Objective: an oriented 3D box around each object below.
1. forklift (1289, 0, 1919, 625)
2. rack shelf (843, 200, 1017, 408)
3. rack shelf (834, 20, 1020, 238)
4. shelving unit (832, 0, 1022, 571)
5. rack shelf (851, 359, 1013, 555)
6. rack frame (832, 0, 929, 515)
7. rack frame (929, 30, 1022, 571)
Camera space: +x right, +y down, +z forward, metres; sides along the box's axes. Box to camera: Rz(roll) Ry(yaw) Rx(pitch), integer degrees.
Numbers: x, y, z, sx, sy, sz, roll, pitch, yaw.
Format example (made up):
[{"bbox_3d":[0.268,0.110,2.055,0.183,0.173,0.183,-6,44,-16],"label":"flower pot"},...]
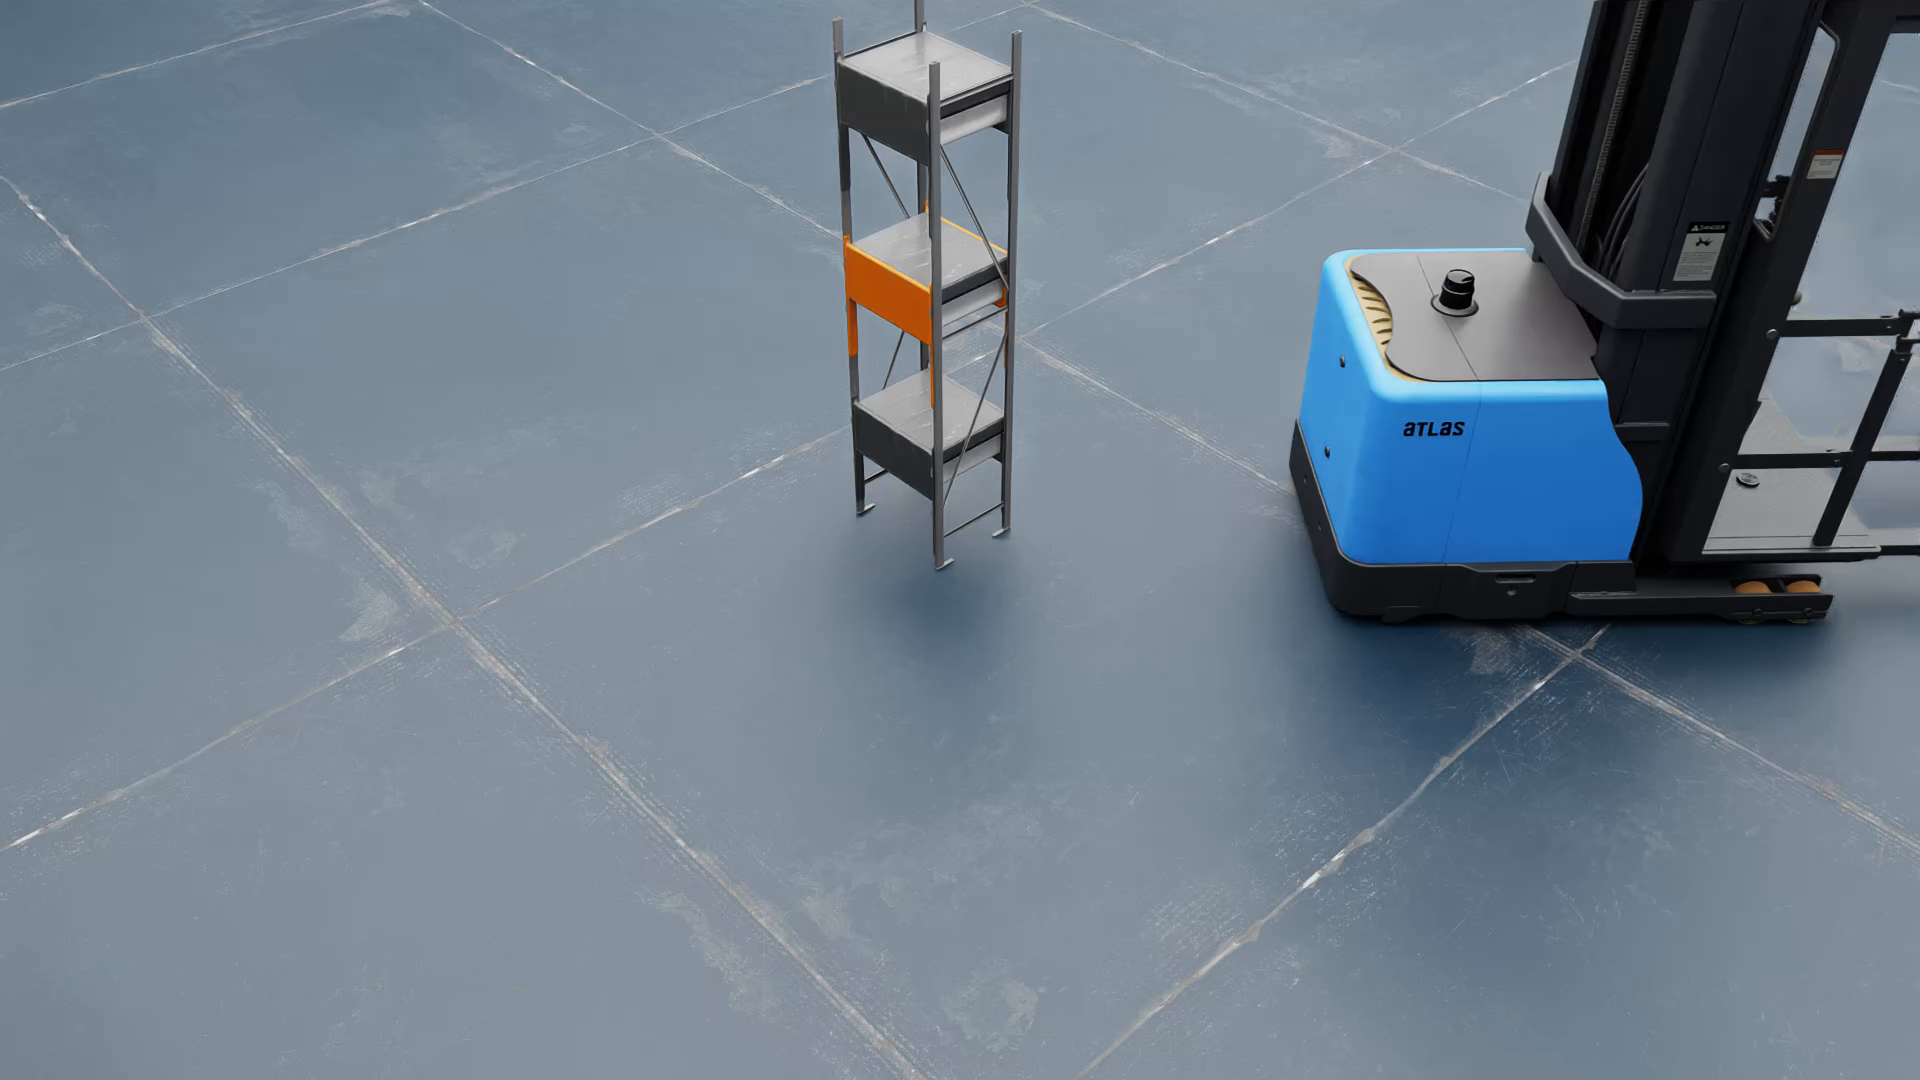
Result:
[{"bbox_3d":[2.914,-1.153,5.844,3.031,2.935,1.130,-1,39,-1],"label":"forklift"},{"bbox_3d":[-0.112,-0.883,6.194,0.431,0.518,0.480,-30,48,-32],"label":"rack shelf"},{"bbox_3d":[-0.112,-1.427,5.754,0.431,0.518,0.480,-30,48,-32],"label":"rack shelf"},{"bbox_3d":[-0.112,-0.893,6.185,0.431,2.100,0.503,-30,48,-32],"label":"shelving unit"},{"bbox_3d":[-0.112,-0.338,6.634,0.431,0.518,0.480,-30,48,-32],"label":"rack shelf"},{"bbox_3d":[-0.277,-1.006,6.325,0.400,2.100,0.015,-30,48,-32],"label":"rack frame"},{"bbox_3d":[0.053,-0.781,6.045,0.400,2.100,0.015,-30,48,-32],"label":"rack frame"}]
